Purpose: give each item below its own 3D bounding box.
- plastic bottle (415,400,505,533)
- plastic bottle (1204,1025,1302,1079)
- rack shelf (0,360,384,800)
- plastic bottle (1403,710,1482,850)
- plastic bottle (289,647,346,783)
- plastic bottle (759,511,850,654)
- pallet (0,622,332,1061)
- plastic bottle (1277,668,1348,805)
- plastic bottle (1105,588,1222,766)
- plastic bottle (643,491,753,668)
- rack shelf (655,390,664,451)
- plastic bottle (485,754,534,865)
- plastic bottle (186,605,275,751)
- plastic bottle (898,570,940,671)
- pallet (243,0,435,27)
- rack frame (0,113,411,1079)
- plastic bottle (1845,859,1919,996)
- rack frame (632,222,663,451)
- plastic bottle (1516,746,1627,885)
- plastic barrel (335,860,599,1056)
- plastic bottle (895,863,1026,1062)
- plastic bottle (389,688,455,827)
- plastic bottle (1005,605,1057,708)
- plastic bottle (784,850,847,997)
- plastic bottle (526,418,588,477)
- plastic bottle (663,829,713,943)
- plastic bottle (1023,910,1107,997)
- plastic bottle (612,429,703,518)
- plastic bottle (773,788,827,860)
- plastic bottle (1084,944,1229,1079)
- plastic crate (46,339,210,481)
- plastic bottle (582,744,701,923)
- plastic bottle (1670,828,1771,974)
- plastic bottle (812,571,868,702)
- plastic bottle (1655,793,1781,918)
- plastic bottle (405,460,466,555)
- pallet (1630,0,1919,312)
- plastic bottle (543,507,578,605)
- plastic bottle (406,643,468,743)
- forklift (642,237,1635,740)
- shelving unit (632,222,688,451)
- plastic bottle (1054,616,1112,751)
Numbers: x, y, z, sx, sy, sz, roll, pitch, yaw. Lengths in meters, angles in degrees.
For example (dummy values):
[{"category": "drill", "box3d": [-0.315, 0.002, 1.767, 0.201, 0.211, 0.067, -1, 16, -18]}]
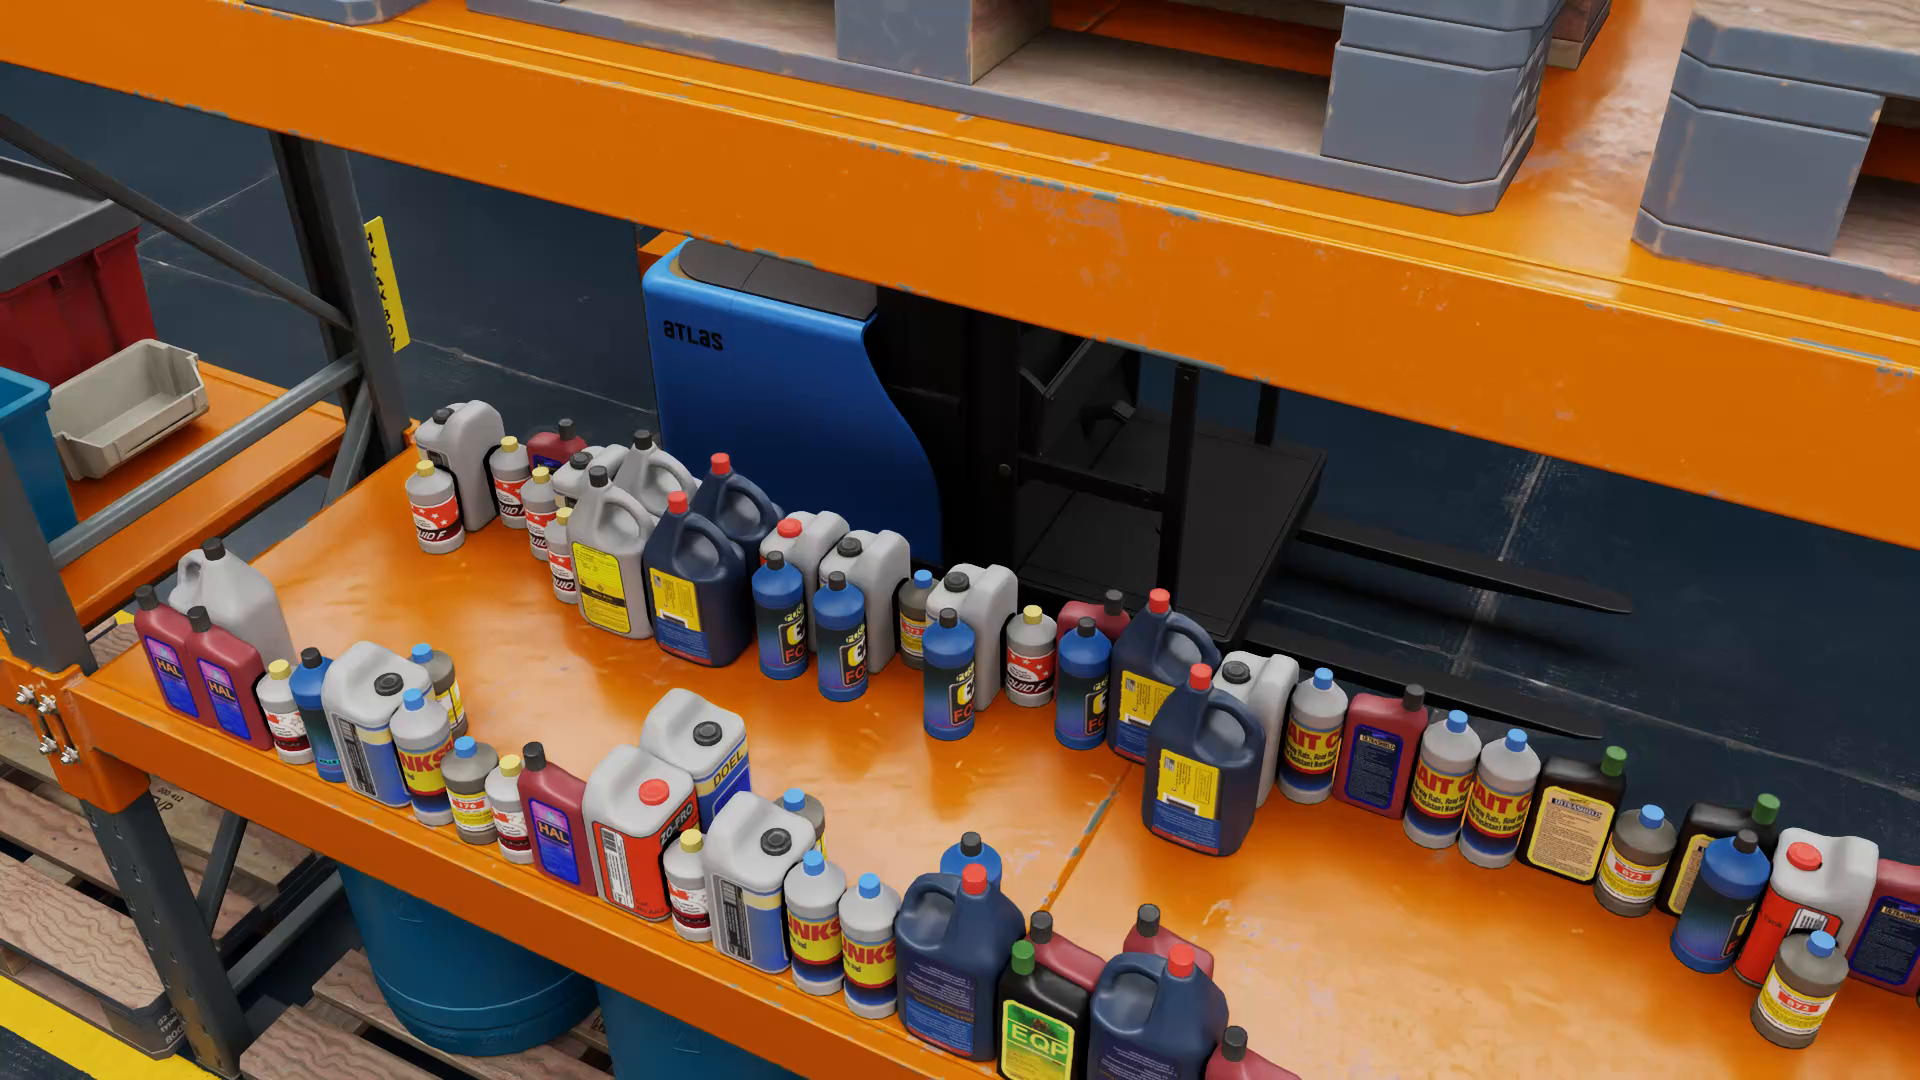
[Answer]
[{"category": "plastic bottle", "box3d": [-1.078, -0.179, 3.608, 0.135, 0.276, 0.152, 17, 41, 21]}, {"category": "plastic bottle", "box3d": [0.405, 0.793, 2.321, 0.133, 0.283, 0.061, 17, 41, 21]}, {"category": "rack shelf", "box3d": [-3.352, -0.434, 4.436, 4.000, 0.370, 1.077, 17, 41, 21]}, {"category": "plastic bottle", "box3d": [0.829, 0.401, 2.847, 0.097, 0.271, 0.097, 0, 37, 0]}, {"category": "plastic bottle", "box3d": [-1.131, 0.304, 2.975, 0.097, 0.271, 0.097, 0, 37, 0]}, {"category": "plastic bottle", "box3d": [-0.306, 0.063, 3.289, 0.135, 0.276, 0.152, 17, 41, 21]}, {"category": "pallet", "box3d": [-2.247, 0.763, 4.571, 1.213, 0.211, 1.003, 17, 41, 21]}, {"category": "plastic bottle", "box3d": [0.624, 0.337, 2.932, 0.097, 0.271, 0.097, 0, 37, 0]}, {"category": "plastic bottle", "box3d": [0.368, 0.241, 2.992, 0.185, 0.351, 0.144, 17, 41, 21]}, {"category": "plastic bottle", "box3d": [-0.512, 0.064, 3.226, 0.185, 0.351, 0.144, 17, 41, 21]}, {"category": "rack shelf", "box3d": [-0.919, -0.450, 5.952, 0.240, 0.259, 0.215, 16, 40, 20]}, {"category": "plastic bottle", "box3d": [-0.752, 0.451, 2.840, 0.097, 0.201, 0.097, 0, 37, 0]}, {"category": "plastic bottle", "box3d": [-1.329, 0.250, 3.036, 0.133, 0.283, 0.061, 17, 41, 21]}, {"category": "plastic bottle", "box3d": [-0.071, 0.147, 3.239, 0.097, 0.201, 0.097, 0, 37, 0]}, {"category": "pallet", "box3d": [-0.835, -1.119, 2.418, 1.003, 0.211, 1.213, 17, 41, 21]}, {"category": "rack frame", "box3d": [-1.576, -0.165, 3.486, 0.127, 3.000, 1.000, 17, 41, 21]}, {"category": "plastic bottle", "box3d": [1.469, 0.584, 2.596, 0.133, 0.283, 0.061, 17, 41, 21]}, {"category": "rack frame", "box3d": [-1.029, -0.711, 5.818, 0.008, 1.050, 0.200, 16, 40, 20]}, {"category": "plastic bottle", "box3d": [1.026, 0.446, 2.778, 0.133, 0.283, 0.061, 17, 41, 21]}, {"category": "plastic barrel", "box3d": [-1.101, 0.664, 3.782, 0.708, 0.901, 0.600, 17, 41, 21]}, {"category": "plastic bottle", "box3d": [0.000, 0.611, 2.505, 0.185, 0.351, 0.144, 17, 41, 21]}, {"category": "plastic bottle", "box3d": [-0.925, 0.369, 2.890, 0.097, 0.271, 0.097, 0, 37, 0]}, {"category": "plastic bottle", "box3d": [0.135, 0.212, 3.154, 0.097, 0.201, 0.097, 0, 37, 0]}, {"category": "plastic bottle", "box3d": [-0.222, 0.589, 2.600, 0.097, 0.271, 0.097, 0, 37, 0]}, {"category": "plastic bottle", "box3d": [-0.851, -0.142, 3.553, 0.133, 0.283, 0.061, 17, 41, 21]}, {"category": "plastic bottle", "box3d": [-0.428, 0.552, 2.706, 0.097, 0.201, 0.097, 0, 37, 0]}, {"category": "plastic bottle", "box3d": [0.150, 0.672, 2.481, 0.133, 0.283, 0.061, 17, 41, 21]}, {"category": "plastic bottle", "box3d": [-0.610, -0.065, 3.396, 0.185, 0.351, 0.144, 17, 41, 21]}, {"category": "plastic bottle", "box3d": [-0.272, 0.498, 2.778, 0.097, 0.201, 0.097, 0, 37, 0]}, {"category": "plastic bottle", "box3d": [0.283, 0.699, 2.388, 0.185, 0.351, 0.144, 17, 41, 21]}, {"category": "plastic crate", "box3d": [-1.924, -0.290, 3.819, 0.243, 0.136, 0.396, 17, 41, 21]}, {"category": "plastic bottle", "box3d": [-0.518, 0.476, 2.745, 0.135, 0.276, 0.152, 17, 41, 21]}, {"category": "plastic bottle", "box3d": [1.211, 0.562, 2.635, 0.097, 0.271, 0.097, 0, 37, 0]}, {"category": "plastic bottle", "box3d": [-0.227, 0.174, 3.146, 0.097, 0.271, 0.097, 0, 37, 0]}, {"category": "plastic bottle", "box3d": [1.231, 0.510, 2.694, 0.133, 0.283, 0.061, 17, 41, 21]}, {"category": "plastic bottle", "box3d": [-1.119, -0.077, 3.535, 0.097, 0.201, 0.097, 0, 37, 0]}, {"category": "pallet", "box3d": [1.341, -0.437, 1.520, 1.213, 0.211, 1.003, 17, 41, 21]}, {"category": "plastic bottle", "box3d": [-0.794, 0.024, 3.401, 0.097, 0.201, 0.097, 0, 37, 0]}, {"category": "plastic bottle", "box3d": [-0.975, 0.277, 3.068, 0.097, 0.201, 0.097, 0, 37, 0]}, {"category": "forklift", "box3d": [0.570, -1.005, 4.650, 3.031, 2.935, 1.130, 16, 40, 20]}, {"category": "shelving unit", "box3d": [-0.919, -0.680, 5.777, 0.252, 1.050, 0.215, 16, 40, 20]}, {"category": "plastic bottle", "box3d": [0.226, 0.254, 3.041, 0.097, 0.271, 0.097, 0, 37, 0]}]
